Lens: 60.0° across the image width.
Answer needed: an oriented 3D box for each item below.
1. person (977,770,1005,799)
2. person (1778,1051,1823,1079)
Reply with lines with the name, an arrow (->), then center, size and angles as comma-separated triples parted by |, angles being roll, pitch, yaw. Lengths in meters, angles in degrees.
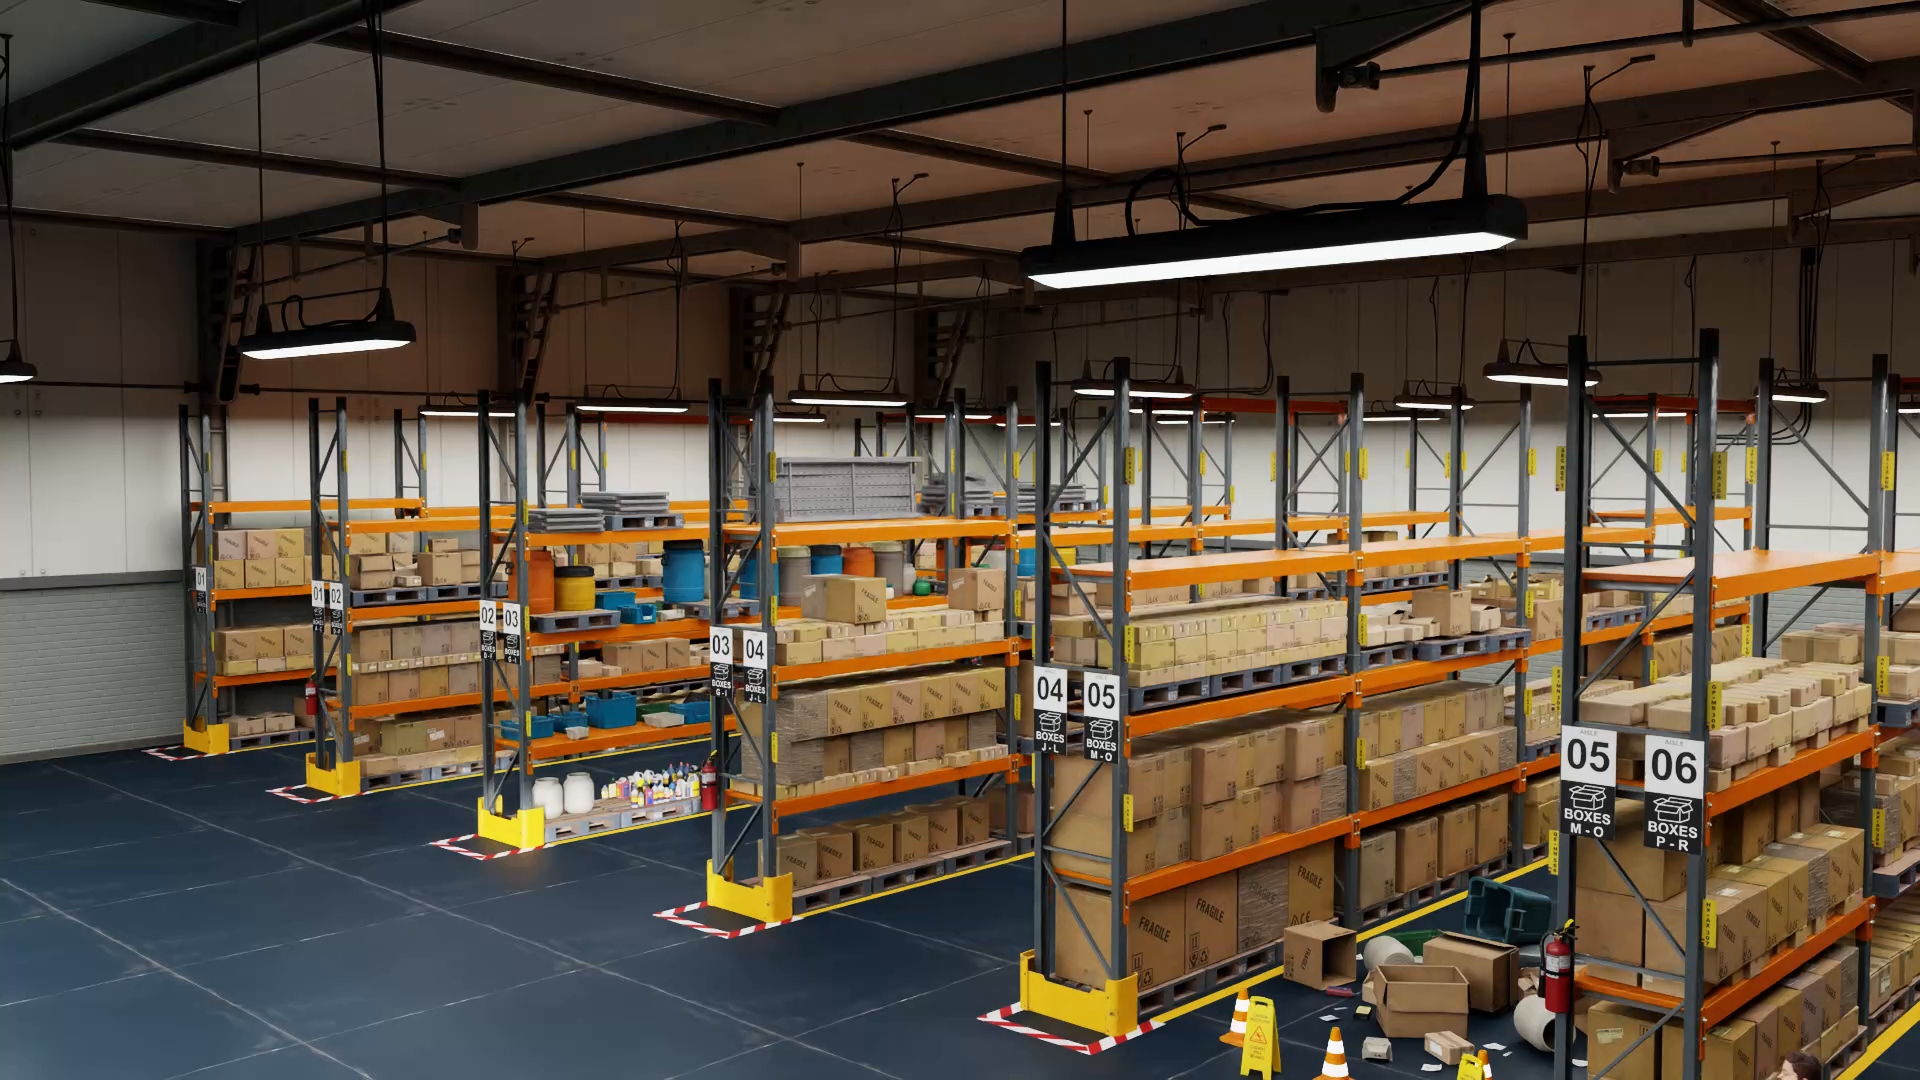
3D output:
person -> 0.471, 3.047, 24.326 | 0.465, 1.652, 0.775 | 2, 4, 34
person -> 4.784, 3.808, 9.695 | 0.767, 1.653, 0.499 | 1, 3, 10
